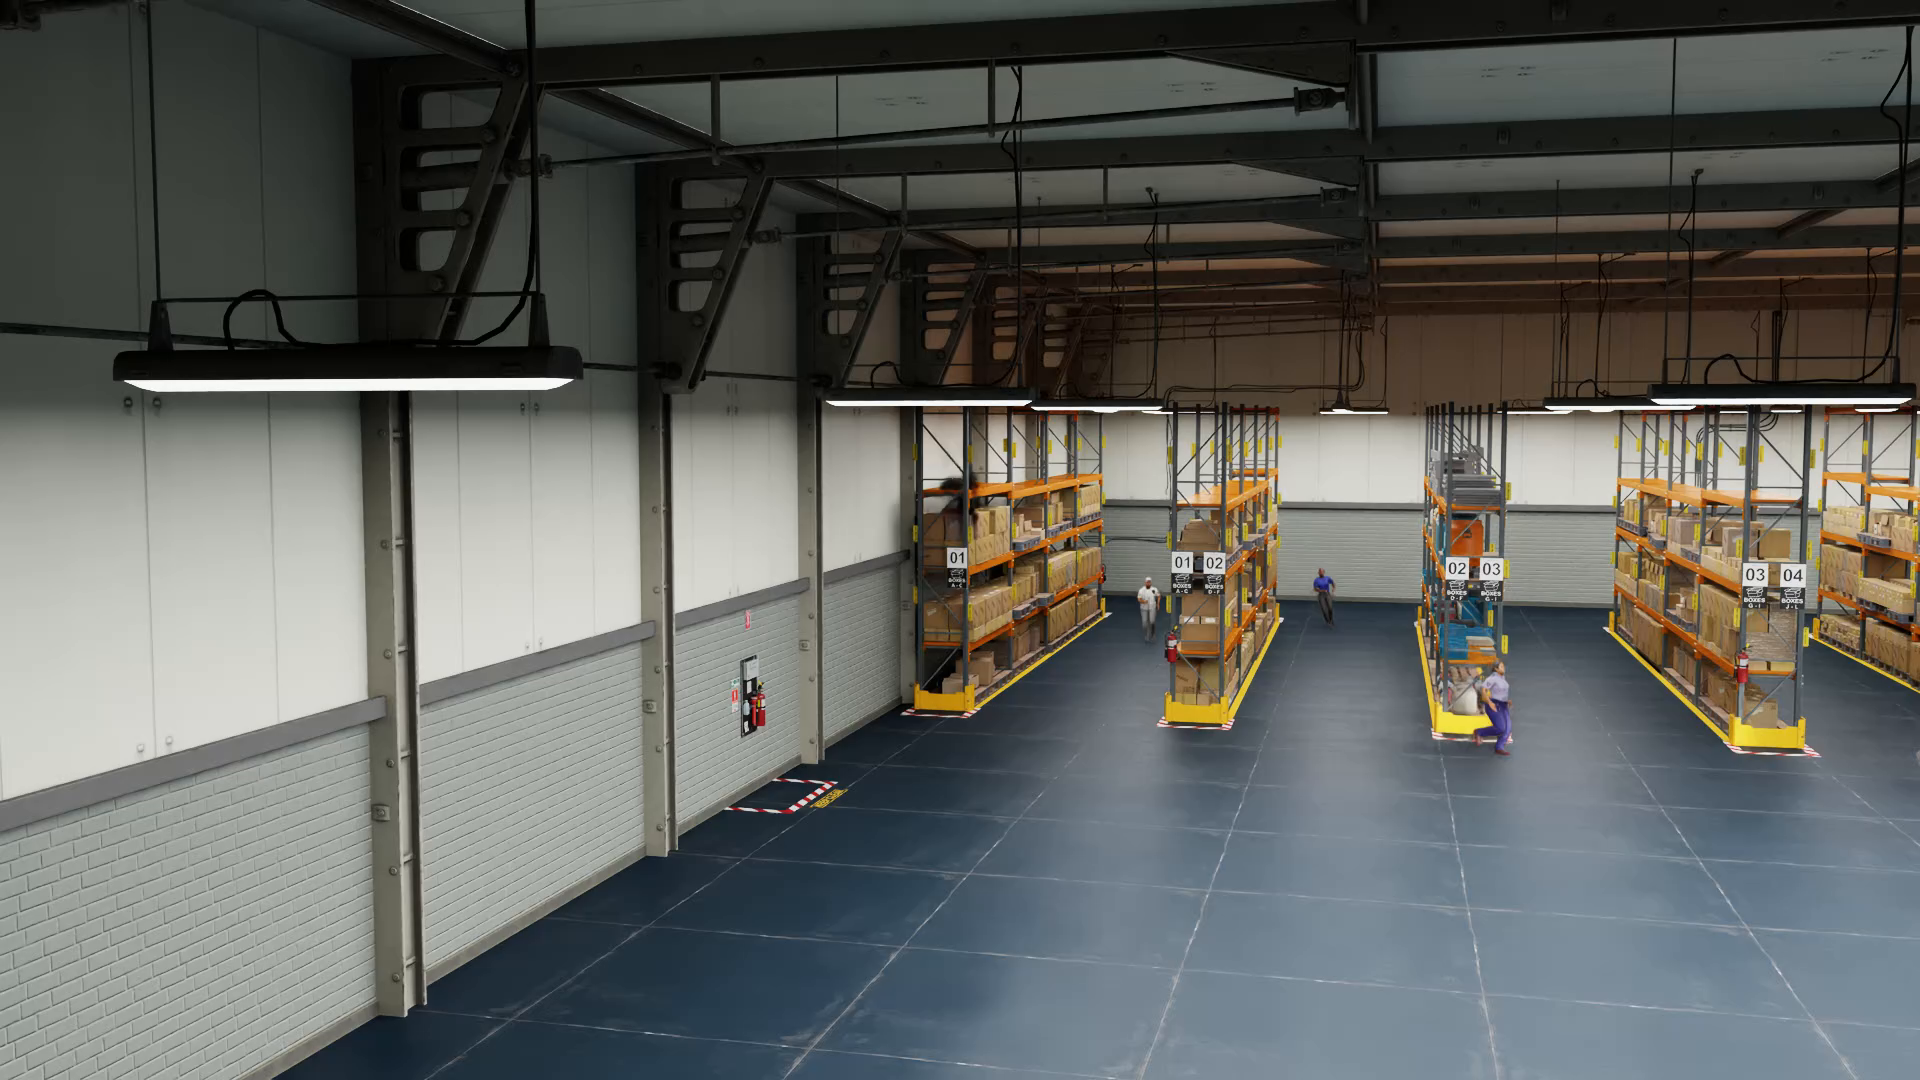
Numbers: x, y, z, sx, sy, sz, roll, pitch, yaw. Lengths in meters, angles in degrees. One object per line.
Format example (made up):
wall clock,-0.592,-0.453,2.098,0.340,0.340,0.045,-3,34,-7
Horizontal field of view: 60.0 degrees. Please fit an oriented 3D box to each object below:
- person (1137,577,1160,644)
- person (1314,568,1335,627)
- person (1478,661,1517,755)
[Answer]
person,4.787,1.782,42.213,0.572,1.683,0.679,1,4,9
person,9.942,1.580,45.406,0.569,1.619,0.601,1,4,12
person,9.156,2.847,28.268,0.568,1.586,0.643,4,6,44
